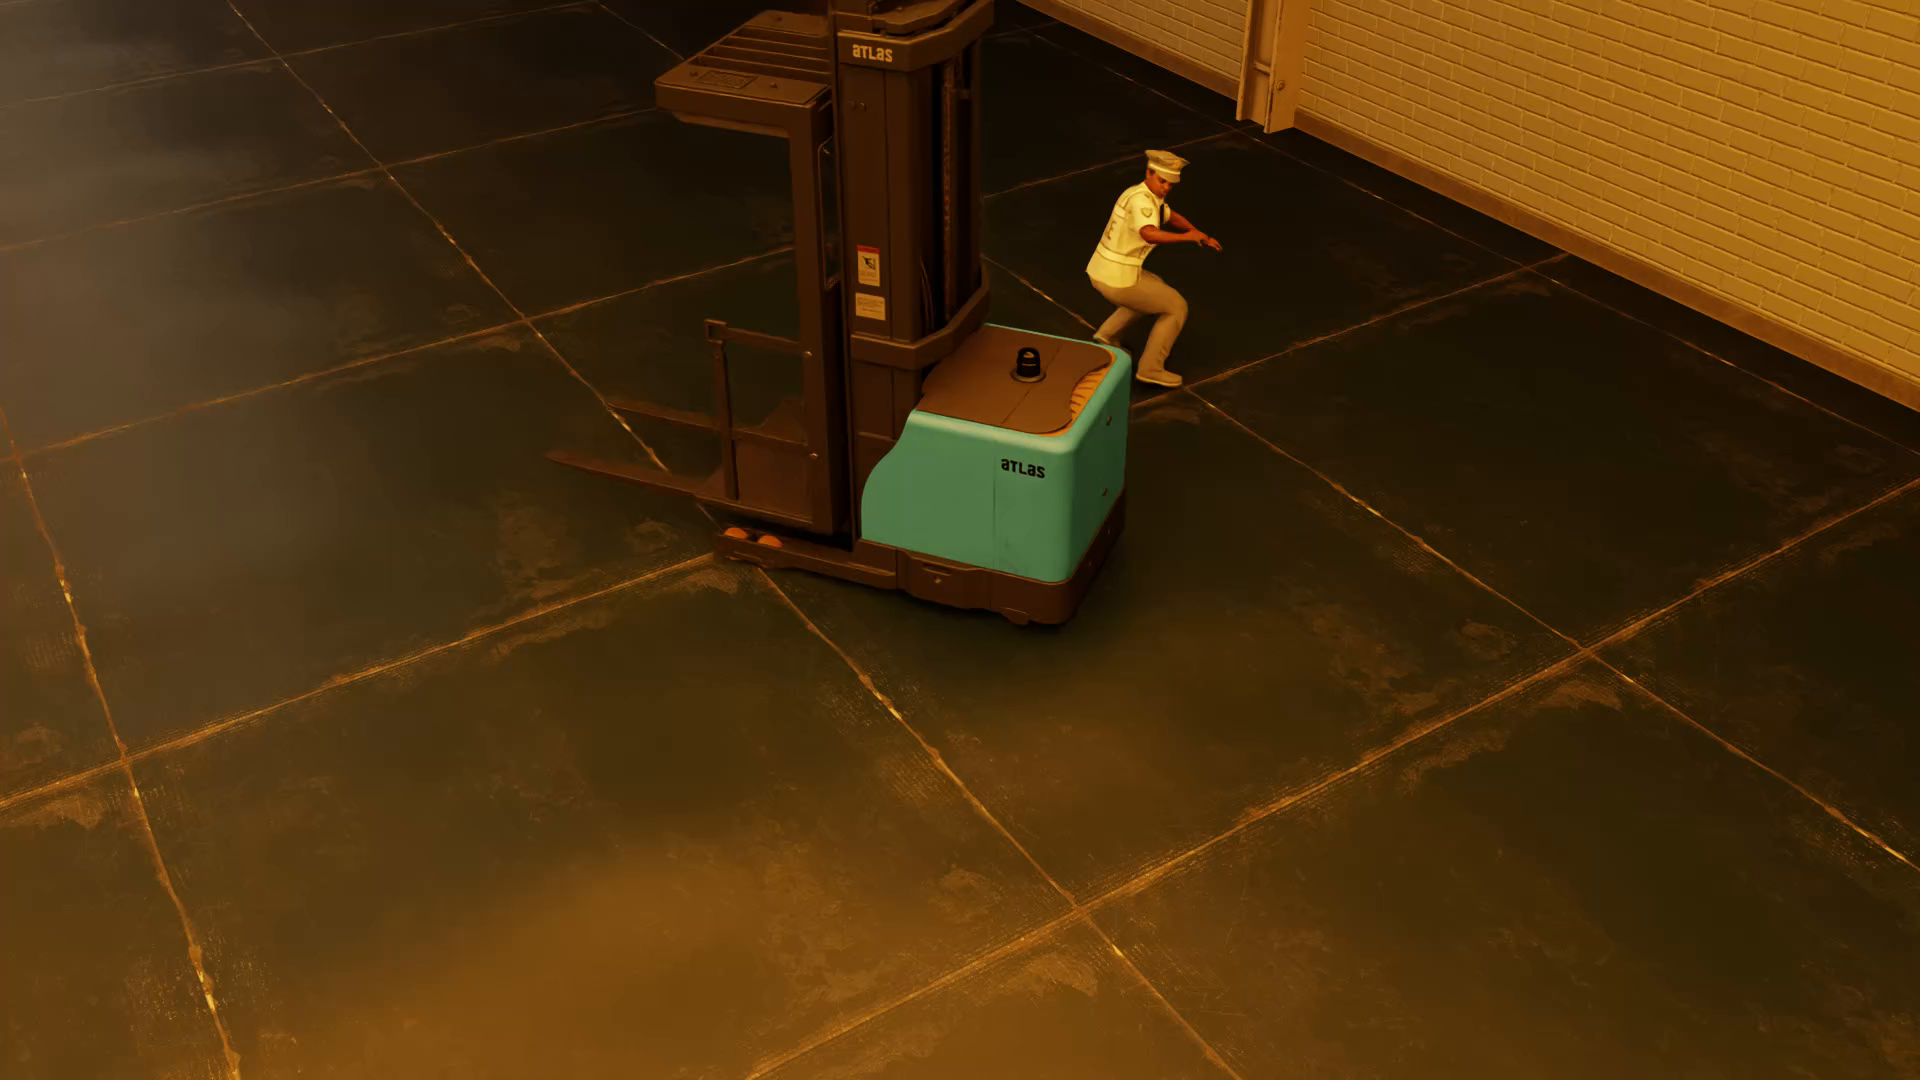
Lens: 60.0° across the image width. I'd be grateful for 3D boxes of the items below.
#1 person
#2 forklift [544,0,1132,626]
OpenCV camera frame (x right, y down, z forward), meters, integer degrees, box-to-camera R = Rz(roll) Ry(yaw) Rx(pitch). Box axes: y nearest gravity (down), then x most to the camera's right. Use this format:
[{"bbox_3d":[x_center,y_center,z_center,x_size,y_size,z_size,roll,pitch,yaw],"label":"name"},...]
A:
[{"bbox_3d":[1.192,-1.590,9.764,0.893,1.414,0.716,-5,35,-7],"label":"person"},{"bbox_3d":[-0.712,-1.321,8.027,3.031,2.935,1.130,13,37,18],"label":"forklift"}]
